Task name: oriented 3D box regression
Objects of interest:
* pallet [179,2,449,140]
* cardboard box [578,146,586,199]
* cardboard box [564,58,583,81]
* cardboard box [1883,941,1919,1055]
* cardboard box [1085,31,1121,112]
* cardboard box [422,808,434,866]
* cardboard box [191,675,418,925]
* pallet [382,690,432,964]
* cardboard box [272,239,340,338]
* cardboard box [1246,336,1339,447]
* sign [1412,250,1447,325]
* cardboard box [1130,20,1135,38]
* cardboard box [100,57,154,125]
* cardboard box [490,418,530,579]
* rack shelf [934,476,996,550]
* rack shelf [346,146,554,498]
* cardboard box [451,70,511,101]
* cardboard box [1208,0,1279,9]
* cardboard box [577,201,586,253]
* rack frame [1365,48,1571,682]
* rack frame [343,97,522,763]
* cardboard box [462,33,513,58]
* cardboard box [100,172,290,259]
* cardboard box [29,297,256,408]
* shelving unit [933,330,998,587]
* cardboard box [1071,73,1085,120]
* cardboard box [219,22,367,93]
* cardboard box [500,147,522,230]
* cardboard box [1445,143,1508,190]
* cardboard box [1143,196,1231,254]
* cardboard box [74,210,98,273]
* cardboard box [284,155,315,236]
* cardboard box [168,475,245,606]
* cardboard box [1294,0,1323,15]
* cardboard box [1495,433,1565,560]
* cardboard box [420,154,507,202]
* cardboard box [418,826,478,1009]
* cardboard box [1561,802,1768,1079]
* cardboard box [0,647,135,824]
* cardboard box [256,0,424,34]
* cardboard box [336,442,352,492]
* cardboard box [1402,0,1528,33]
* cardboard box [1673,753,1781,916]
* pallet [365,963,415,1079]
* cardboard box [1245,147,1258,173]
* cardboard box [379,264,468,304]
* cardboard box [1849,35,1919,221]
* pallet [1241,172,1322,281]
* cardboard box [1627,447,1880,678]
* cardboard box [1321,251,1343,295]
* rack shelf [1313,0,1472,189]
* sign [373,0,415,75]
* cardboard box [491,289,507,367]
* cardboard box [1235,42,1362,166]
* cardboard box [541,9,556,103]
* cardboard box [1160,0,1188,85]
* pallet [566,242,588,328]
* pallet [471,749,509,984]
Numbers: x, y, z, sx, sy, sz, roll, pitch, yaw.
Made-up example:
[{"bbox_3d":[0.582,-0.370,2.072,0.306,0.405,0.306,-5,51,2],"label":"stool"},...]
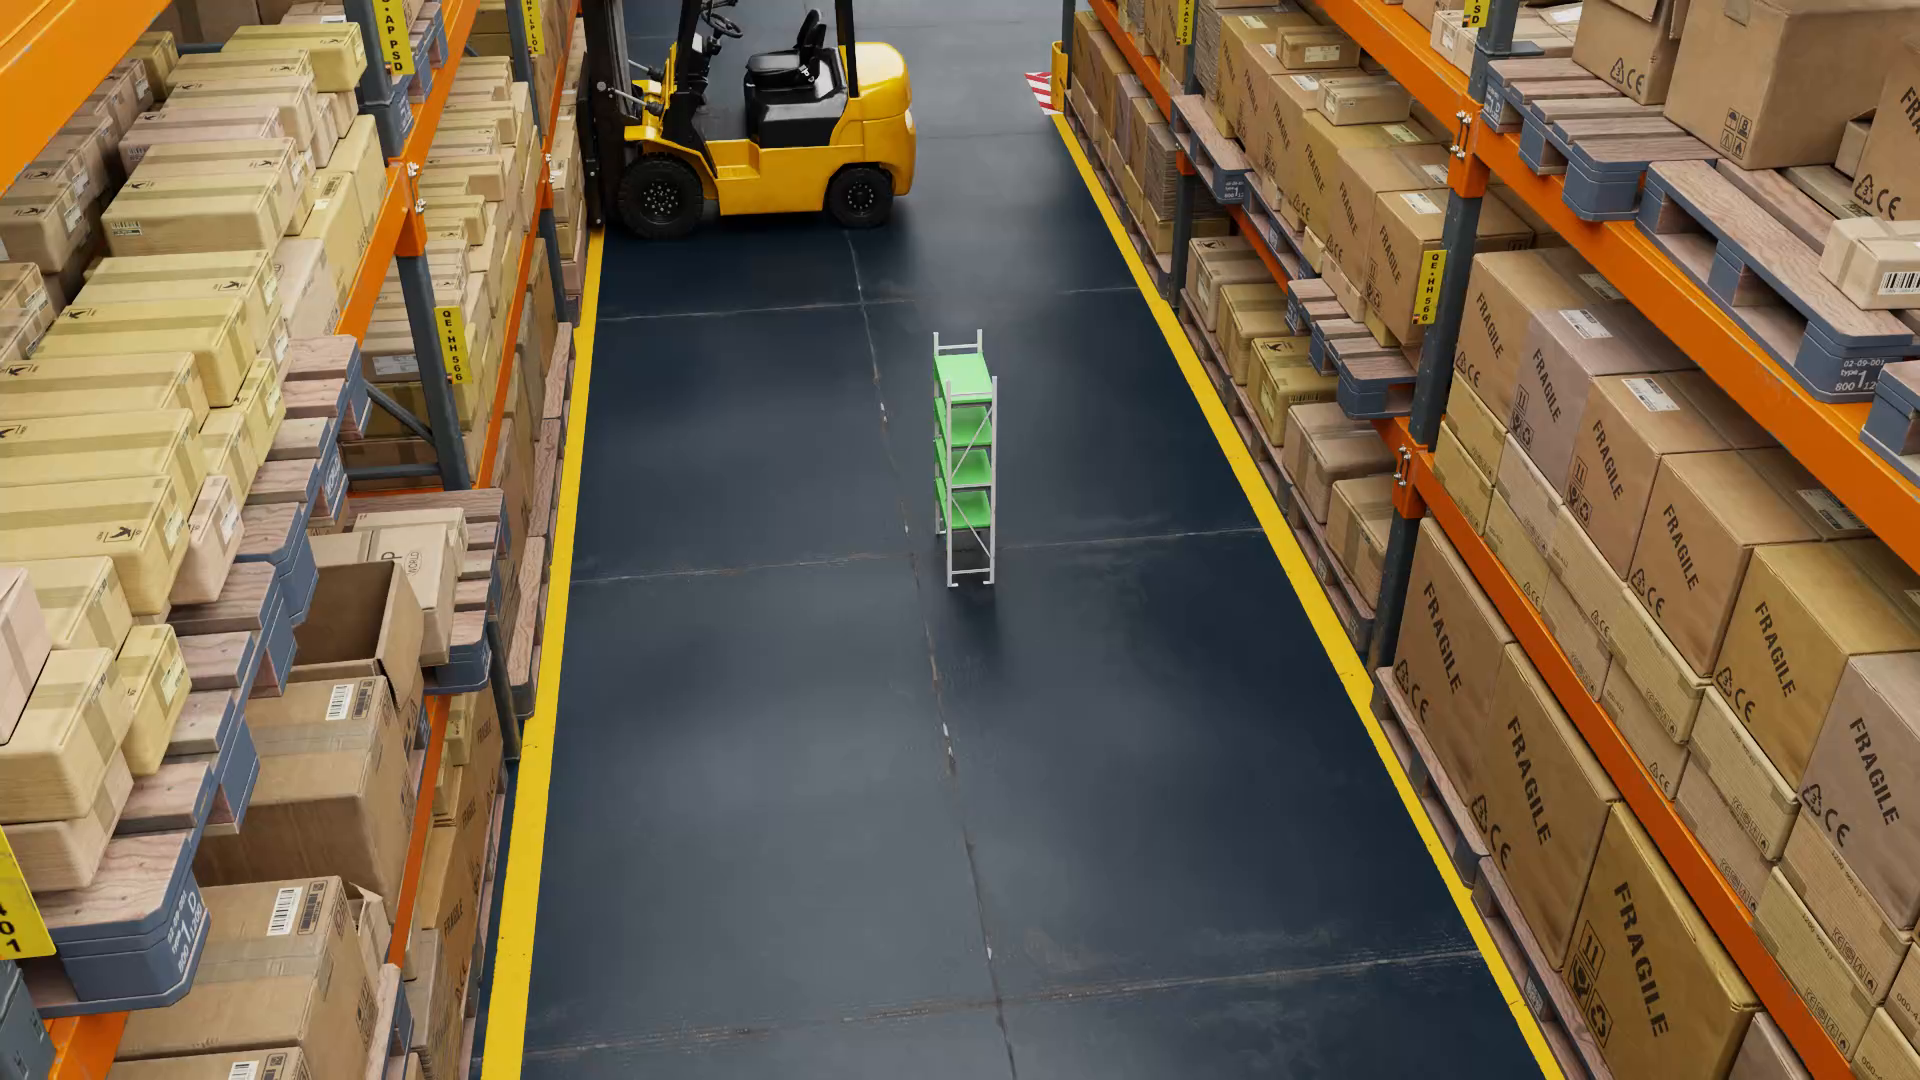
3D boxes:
[{"bbox_3d":[-2.650,-1.782,6.334,1.213,0.211,1.003,-3,34,-4],"label":"pallet"},{"bbox_3d":[-2.893,-2.580,11.625,0.500,0.250,0.500,-5,35,-7],"label":"cardboard box"},{"bbox_3d":[-3.023,-3.364,12.333,0.500,0.250,0.500,-4,34,-6],"label":"cardboard box"},{"bbox_3d":[2.686,1.234,4.094,0.500,0.250,0.500,-4,35,-6],"label":"cardboard box"},{"bbox_3d":[1.285,-3.662,12.991,0.500,0.500,0.500,-6,35,-8],"label":"cardboard box"},{"bbox_3d":[-2.103,1.051,5.944,0.380,0.149,0.250,-3,34,-5],"label":"cardboard box"},{"bbox_3d":[-1.951,0.755,4.645,0.700,0.500,0.500,-5,35,-7],"label":"cardboard box"},{"bbox_3d":[-2.204,0.916,5.041,1.003,0.211,1.213,-4,35,-6],"label":"pallet"},{"bbox_3d":[-2.025,-0.598,4.562,0.500,0.250,0.500,-4,35,-6],"label":"cardboard box"},{"bbox_3d":[2.178,-0.865,9.444,0.950,0.372,0.625,-3,34,-5],"label":"cardboard box"},{"bbox_3d":[1.912,-1.026,6.762,0.100,0.325,0.005,-4,35,-6],"label":"sign"},{"bbox_3d":[1.420,-3.623,11.754,0.380,0.149,0.250,-5,35,-7],"label":"cardboard box"},{"bbox_3d":[-2.689,-1.343,5.037,0.380,0.149,0.250,-4,34,-6],"label":"cardboard box"},{"bbox_3d":[-2.636,-0.154,8.176,0.875,0.625,0.625,-3,34,-5],"label":"cardboard box"},{"bbox_3d":[0.022,-0.152,8.576,0.258,0.148,0.480,-4,35,-6],"label":"rack shelf"},{"bbox_3d":[-2.739,-1.067,8.420,1.077,0.370,4.000,-4,35,-6],"label":"rack shelf"},{"bbox_3d":[-2.689,-2.473,9.179,0.380,0.149,0.250,-5,35,-7],"label":"cardboard box"},{"bbox_3d":[1.623,-3.175,9.572,0.380,0.149,0.250,-5,35,-7],"label":"cardboard box"},{"bbox_3d":[-2.829,-2.095,11.358,0.500,0.250,0.500,-5,35,-7],"label":"cardboard box"},{"bbox_3d":[2.448,-0.626,7.134,1.000,3.000,0.127,-4,35,-6],"label":"rack frame"},{"bbox_3d":[-2.470,-0.248,6.579,1.000,3.000,0.127,-4,35,-6],"label":"rack frame"},{"bbox_3d":[-2.790,-2.988,9.934,0.380,0.149,0.250,-5,35,-7],"label":"cardboard box"},{"bbox_3d":[-1.956,-0.820,4.270,0.380,0.149,0.250,-4,35,-6],"label":"cardboard box"},{"bbox_3d":[-1.779,-0.403,3.641,0.380,0.149,0.250,-4,34,-6],"label":"cardboard box"},{"bbox_3d":[0.022,-0.403,8.405,0.258,1.200,0.503,-4,35,-6],"label":"shelving unit"},{"bbox_3d":[1.207,-3.657,13.650,0.500,0.250,0.500,-5,35,-7],"label":"cardboard box"},{"bbox_3d":[-2.131,-1.544,5.332,0.380,0.149,0.250,-3,34,-5],"label":"cardboard box"},{"bbox_3d":[-2.549,-1.798,8.543,0.500,0.250,0.500,-4,34,-5],"label":"cardboard box"},{"bbox_3d":[2.540,-1.523,7.724,0.500,0.500,0.500,-3,34,-4],"label":"cardboard box"},{"bbox_3d":[1.564,-2.205,11.520,0.500,0.250,0.500,-3,34,-4],"label":"cardboard box"},{"bbox_3d":[-2.585,-0.796,4.499,0.380,0.149,0.250,-5,35,-7],"label":"cardboard box"},{"bbox_3d":[-2.082,-0.981,4.770,0.380,0.149,0.250,-4,35,-6],"label":"cardboard box"},{"bbox_3d":[-1.659,0.008,3.301,0.380,0.149,0.250,-4,34,-6],"label":"cardboard box"},{"bbox_3d":[2.200,-2.956,9.826,0.500,0.500,0.500,-5,35,-7],"label":"cardboard box"},{"bbox_3d":[2.340,-0.181,6.170,0.500,0.250,0.500,-4,34,-5],"label":"cardboard box"},{"bbox_3d":[-2.428,-1.763,8.137,0.380,0.149,0.250,-5,35,-8],"label":"cardboard box"},{"bbox_3d":[-2.070,1.403,6.003,0.500,0.500,0.500,-3,34,-4],"label":"cardboard box"},{"bbox_3d":[2.694,1.467,5.576,0.875,0.875,0.875,-3,34,-5],"label":"cardboard box"},{"bbox_3d":[-1.538,0.310,2.593,0.380,0.149,0.250,-3,34,-5],"label":"cardboard box"},{"bbox_3d":[-2.326,-2.167,6.180,0.500,0.500,0.500,-4,34,-6],"label":"cardboard box"},{"bbox_3d":[-2.784,-0.418,6.961,0.500,0.250,0.500,-5,35,-7],"label":"cardboard box"},{"bbox_3d":[2.330,-2.437,7.038,0.700,0.500,0.500,-4,35,-6],"label":"cardboard box"},{"bbox_3d":[2.559,0.869,5.073,0.500,0.250,0.500,-5,35,-8],"label":"cardboard box"},{"bbox_3d":[-1.931,1.609,4.024,1.003,0.211,1.213,-4,35,-6],"label":"pallet"},{"bbox_3d":[1.803,-2.157,9.230,0.380,0.149,0.250,-4,34,-6],"label":"cardboard box"},{"bbox_3d":[-2.318,-1.048,7.088,0.380,0.149,0.250,-3,34,-5],"label":"cardboard box"},{"bbox_3d":[2.972,-1.119,4.732,0.500,0.500,0.500,-4,34,-6],"label":"cardboard box"},{"bbox_3d":[2.141,-1.649,8.804,1.003,0.211,1.213,-4,35,-6],"label":"pallet"},{"bbox_3d":[2.467,0.061,5.149,0.500,0.500,0.500,-4,34,-6],"label":"cardboard box"},{"bbox_3d":[1.959,-1.283,7.949,0.380,0.149,0.250,-6,35,-9],"label":"cardboard box"},{"bbox_3d":[2.179,-2.685,8.130,1.077,0.370,4.000,-4,35,-6],"label":"rack shelf"},{"bbox_3d":[-1.932,-1.741,5.648,0.100,0.325,0.005,-4,35,-6],"label":"sign"},{"bbox_3d":[-2.427,-1.020,7.845,0.500,0.250,0.500,-5,35,-8],"label":"cardboard box"},{"bbox_3d":[1.810,-2.356,8.947,0.500,0.500,0.500,-5,35,-7],"label":"cardboard box"},{"bbox_3d":[-2.896,-3.078,10.644,0.500,0.500,0.500,-4,34,-6],"label":"cardboard box"},{"bbox_3d":[1.604,-3.252,10.634,0.500,0.500,0.500,-5,35,-8],"label":"cardboard box"},{"bbox_3d":[-3.074,-1.775,11.296,1.003,0.211,1.213,-4,35,-6],"label":"pallet"},{"bbox_3d":[-2.407,1.324,6.749,1.003,0.211,1.213,-4,35,-6],"label":"pallet"}]
